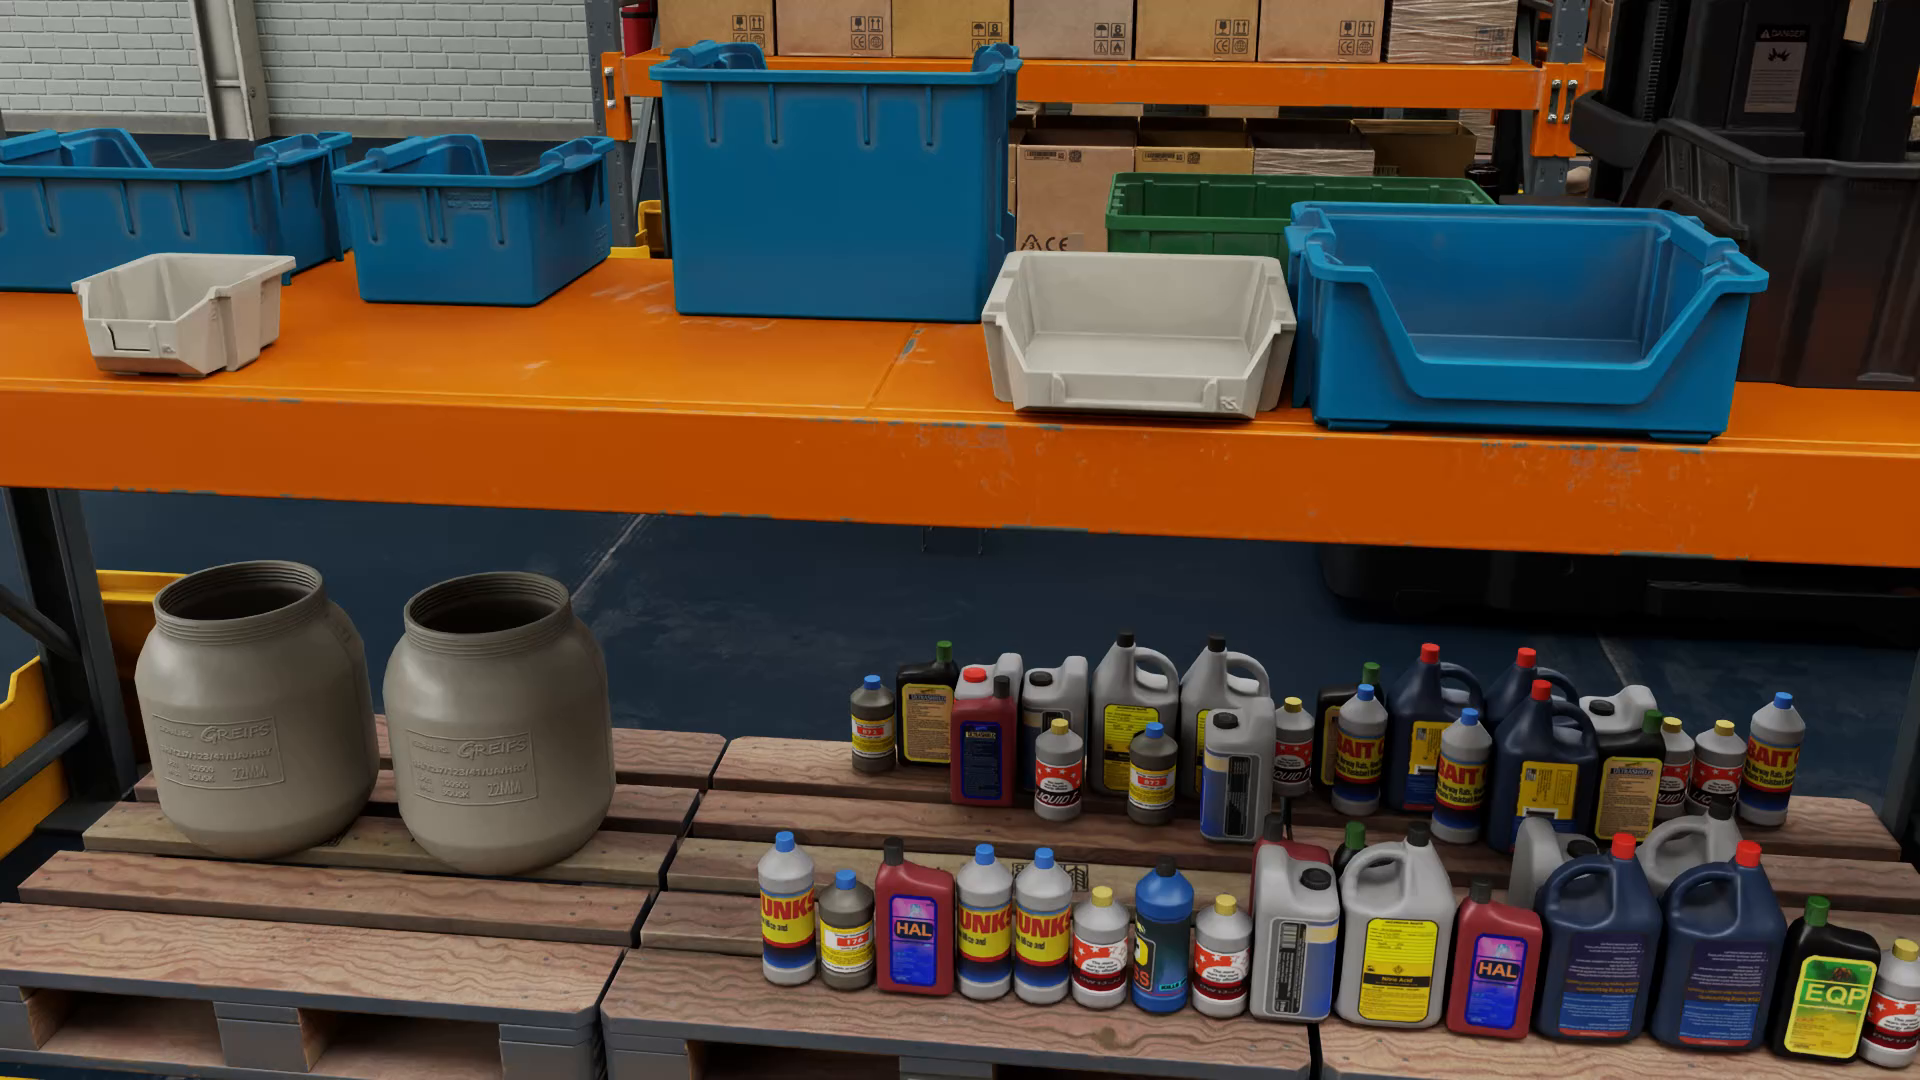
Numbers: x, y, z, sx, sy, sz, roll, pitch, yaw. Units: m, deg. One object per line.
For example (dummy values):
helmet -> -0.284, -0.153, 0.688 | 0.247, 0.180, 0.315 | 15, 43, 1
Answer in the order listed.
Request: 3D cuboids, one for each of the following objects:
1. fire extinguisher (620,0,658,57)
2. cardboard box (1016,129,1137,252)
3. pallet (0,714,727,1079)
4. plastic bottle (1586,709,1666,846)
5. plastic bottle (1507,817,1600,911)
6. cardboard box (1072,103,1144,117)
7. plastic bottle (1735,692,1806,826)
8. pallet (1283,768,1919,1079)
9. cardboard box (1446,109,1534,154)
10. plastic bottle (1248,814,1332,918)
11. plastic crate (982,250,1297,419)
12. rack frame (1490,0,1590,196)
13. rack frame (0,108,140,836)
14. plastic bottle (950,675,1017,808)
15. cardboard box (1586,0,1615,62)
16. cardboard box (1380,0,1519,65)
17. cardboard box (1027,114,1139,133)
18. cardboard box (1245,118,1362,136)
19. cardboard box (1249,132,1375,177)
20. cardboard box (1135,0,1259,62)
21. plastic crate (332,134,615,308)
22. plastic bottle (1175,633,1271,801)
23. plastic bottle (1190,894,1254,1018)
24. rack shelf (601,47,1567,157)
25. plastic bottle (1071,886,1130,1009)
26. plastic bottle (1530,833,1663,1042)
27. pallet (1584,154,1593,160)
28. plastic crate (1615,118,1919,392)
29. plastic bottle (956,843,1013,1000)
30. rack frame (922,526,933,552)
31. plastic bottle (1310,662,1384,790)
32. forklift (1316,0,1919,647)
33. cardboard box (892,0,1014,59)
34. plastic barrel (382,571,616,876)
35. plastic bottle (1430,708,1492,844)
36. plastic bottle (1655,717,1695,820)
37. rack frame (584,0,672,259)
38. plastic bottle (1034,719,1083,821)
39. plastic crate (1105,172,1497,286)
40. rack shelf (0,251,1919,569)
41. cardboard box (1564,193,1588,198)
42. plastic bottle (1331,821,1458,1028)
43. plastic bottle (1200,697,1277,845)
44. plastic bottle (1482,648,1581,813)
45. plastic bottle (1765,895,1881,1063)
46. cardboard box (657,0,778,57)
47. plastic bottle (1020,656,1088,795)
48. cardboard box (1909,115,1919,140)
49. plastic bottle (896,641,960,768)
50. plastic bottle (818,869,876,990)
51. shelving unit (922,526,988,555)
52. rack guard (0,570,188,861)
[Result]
fire extinguisher -> -1.538, -2.574, 7.976 | 0.183, 0.674, 0.296 | 2, 22, 6
cardboard box -> 0.520, -1.530, 7.380 | 0.500, 0.500, 0.500 | 2, 22, 6
pallet -> -1.175, 0.693, 3.400 | 1.213, 0.211, 1.003 | 2, 22, 6
plastic bottle -> 1.309, 0.466, 3.278 | 0.133, 0.283, 0.061 | 2, 22, 6
plastic bottle -> 1.038, 0.622, 2.893 | 0.135, 0.276, 0.152 | 2, 22, 6
cardboard box -> 1.069, -3.149, 12.126 | 0.500, 0.500, 0.700 | 1, 22, 3
plastic bottle -> 1.645, 0.436, 3.369 | 0.097, 0.271, 0.097 | 0, 22, 0
pallet -> 1.248, 0.799, 3.133 | 1.213, 0.211, 1.003 | 2, 22, 6
cardboard box -> 3.809, -3.087, 11.971 | 0.500, 0.500, 0.700 | 3, 22, 8
plastic bottle -> 0.576, 0.612, 2.907 | 0.133, 0.283, 0.061 | 2, 22, 6
plastic crate -> 0.268, -0.309, 2.501 | 0.437, 0.136, 0.530 | 2, 22, 6
rack frame -> 2.497, -2.262, 7.082 | 0.127, 3.000, 1.000 | 2, 22, 6
rack frame -> -2.062, -0.627, 2.946 | 0.127, 3.000, 1.000 | 2, 22, 6
plastic bottle -> 0.048, 0.411, 3.417 | 0.133, 0.283, 0.061 | 2, 22, 6
cardboard box -> 2.991, -2.187, 7.096 | 0.500, 0.250, 0.500 | 4, 22, 10
cardboard box -> 2.055, -2.326, 7.107 | 0.500, 0.500, 0.700 | 2, 22, 5
cardboard box -> 0.583, -1.726, 7.875 | 0.500, 0.500, 0.500 | 2, 22, 6
cardboard box -> 1.575, -1.681, 7.760 | 0.500, 0.500, 0.500 | 2, 22, 6
cardboard box -> 1.515, -1.494, 7.287 | 0.500, 0.500, 0.500 | 2, 22, 6
cardboard box -> 1.033, -2.369, 7.217 | 0.500, 0.500, 0.700 | 3, 22, 7
plastic crate -> -0.886, -0.615, 3.119 | 0.408, 0.251, 0.499 | 2, 22, 6
plastic bottle -> 0.548, 0.360, 3.453 | 0.185, 0.351, 0.144 | 2, 22, 6
plastic bottle -> 0.444, 0.694, 2.812 | 0.097, 0.201, 0.097 | 0, 22, 0
rack shelf -> 0.510, -2.014, 7.433 | 4.000, 0.370, 1.077 | 2, 22, 6
plastic bottle -> 0.240, 0.685, 2.834 | 0.097, 0.201, 0.097 | 0, 22, 0
plastic bottle -> 1.046, 0.642, 2.740 | 0.185, 0.351, 0.144 | 1, 22, 4
pallet -> 5.064, -2.689, 11.955 | 1.213, 0.211, 1.003 | 2, 22, 6
plastic crate -> 1.405, -0.494, 2.694 | 0.504, 0.338, 0.767 | 2, 22, 6
plastic bottle -> 0.042, 0.644, 2.843 | 0.097, 0.271, 0.097 | 0, 22, 0
rack frame -> -0.105, -0.563, 5.231 | 0.006, 1.200, 0.240 | 2, 22, 6
plastic bottle -> 0.811, 0.388, 3.476 | 0.133, 0.283, 0.061 | 3, 22, 9
forklift -> 2.632, -1.261, 4.642 | 3.031, 2.935, 1.130 | 2, 22, 5
cardboard box -> 0.001, -2.412, 7.326 | 0.500, 0.500, 0.700 | 3, 22, 7
plastic barrel -> -0.902, 0.357, 3.270 | 0.421, 0.512, 0.421 | 0, 22, 0
plastic bottle -> 0.999, 0.462, 3.305 | 0.097, 0.271, 0.097 | 0, 22, 0
plastic bottle -> 1.443, 0.460, 3.404 | 0.097, 0.201, 0.097 | 0, 22, 0
rack frame -> -1.476, -2.435, 7.520 | 0.127, 3.000, 1.000 | 2, 22, 6
plastic bottle -> 0.202, 0.462, 3.398 | 0.097, 0.201, 0.097 | 0, 22, 0
plastic crate -> 0.595, -0.517, 2.956 | 0.662, 0.188, 0.450 | 2, 22, 6
rack shelf -> -0.076, -0.206, 2.859 | 4.000, 0.370, 1.077 | 2, 22, 6
cardboard box -> 2.878, -1.331, 7.132 | 0.500, 0.311, 0.500 | 3, 22, 6
plastic bottle -> 0.725, 0.628, 2.775 | 0.185, 0.351, 0.144 | 2, 22, 6
plastic bottle -> 0.555, 0.450, 3.327 | 0.135, 0.276, 0.152 | 2, 22, 6
plastic bottle -> 1.157, 0.387, 3.386 | 0.185, 0.351, 0.144 | 3, 22, 8
plastic bottle -> 1.393, 0.704, 2.675 | 0.133, 0.283, 0.061 | 4, 22, 9
cardboard box -> -1.014, -2.457, 7.439 | 0.500, 0.500, 0.700 | 3, 22, 6
plastic bottle -> 0.198, 0.381, 3.502 | 0.135, 0.276, 0.152 | 2, 22, 5
cardboard box -> 6.327, -2.952, 11.629 | 0.500, 0.500, 0.700 | 3, 22, 7
plastic bottle -> -0.069, 0.349, 3.572 | 0.133, 0.283, 0.061 | 3, 22, 8
plastic bottle -> -0.196, 0.666, 2.882 | 0.097, 0.201, 0.097 | 0, 22, 0
shelving unit -> -0.014, -0.559, 5.221 | 0.189, 1.200, 0.258 | 2, 22, 6
rack guard -> -1.981, 0.522, 3.441 | 0.348, 0.500, 1.175 | 2, 22, 6
